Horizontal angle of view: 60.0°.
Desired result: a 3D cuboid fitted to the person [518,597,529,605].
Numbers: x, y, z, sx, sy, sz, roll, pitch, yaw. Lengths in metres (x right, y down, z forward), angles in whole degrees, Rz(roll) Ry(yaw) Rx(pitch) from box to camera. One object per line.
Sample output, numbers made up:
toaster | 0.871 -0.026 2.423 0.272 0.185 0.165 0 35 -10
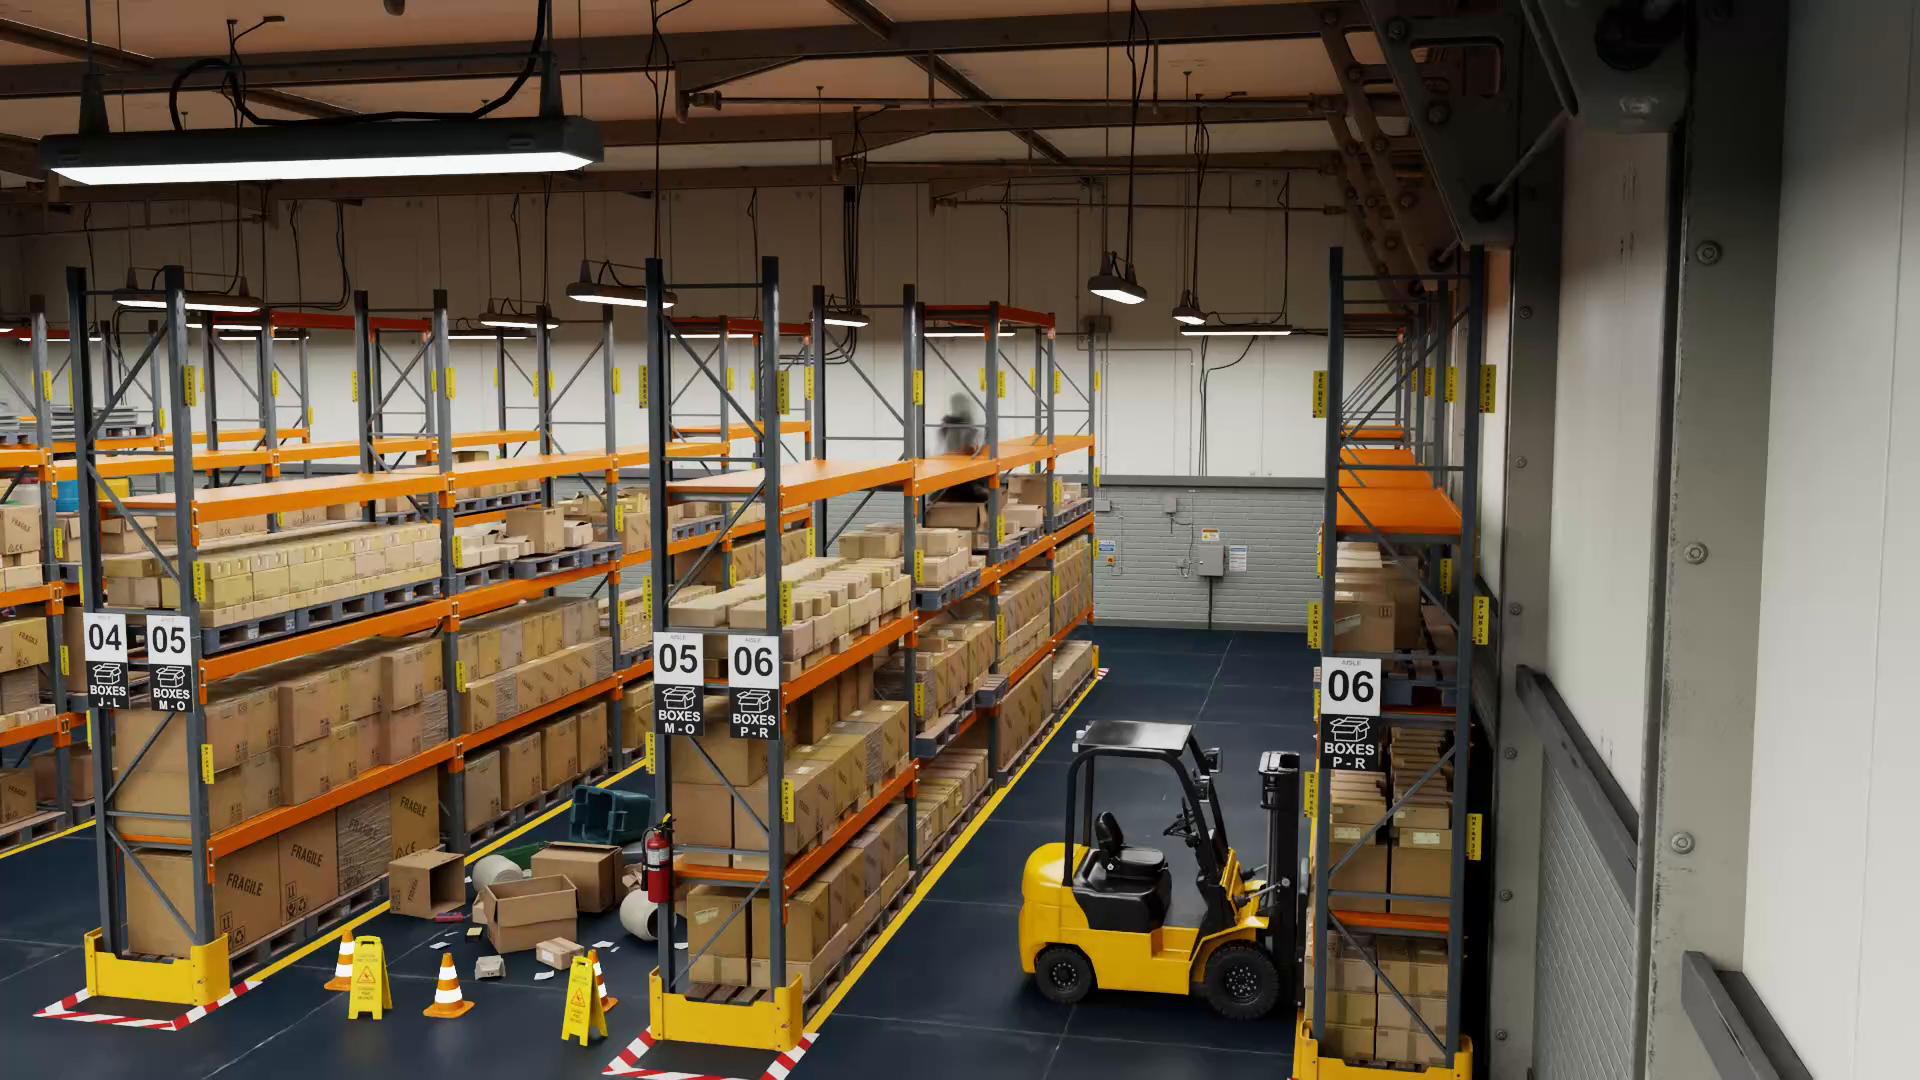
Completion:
person | -6.832 1.710 26.104 0.539 1.626 0.541 1 6 11
